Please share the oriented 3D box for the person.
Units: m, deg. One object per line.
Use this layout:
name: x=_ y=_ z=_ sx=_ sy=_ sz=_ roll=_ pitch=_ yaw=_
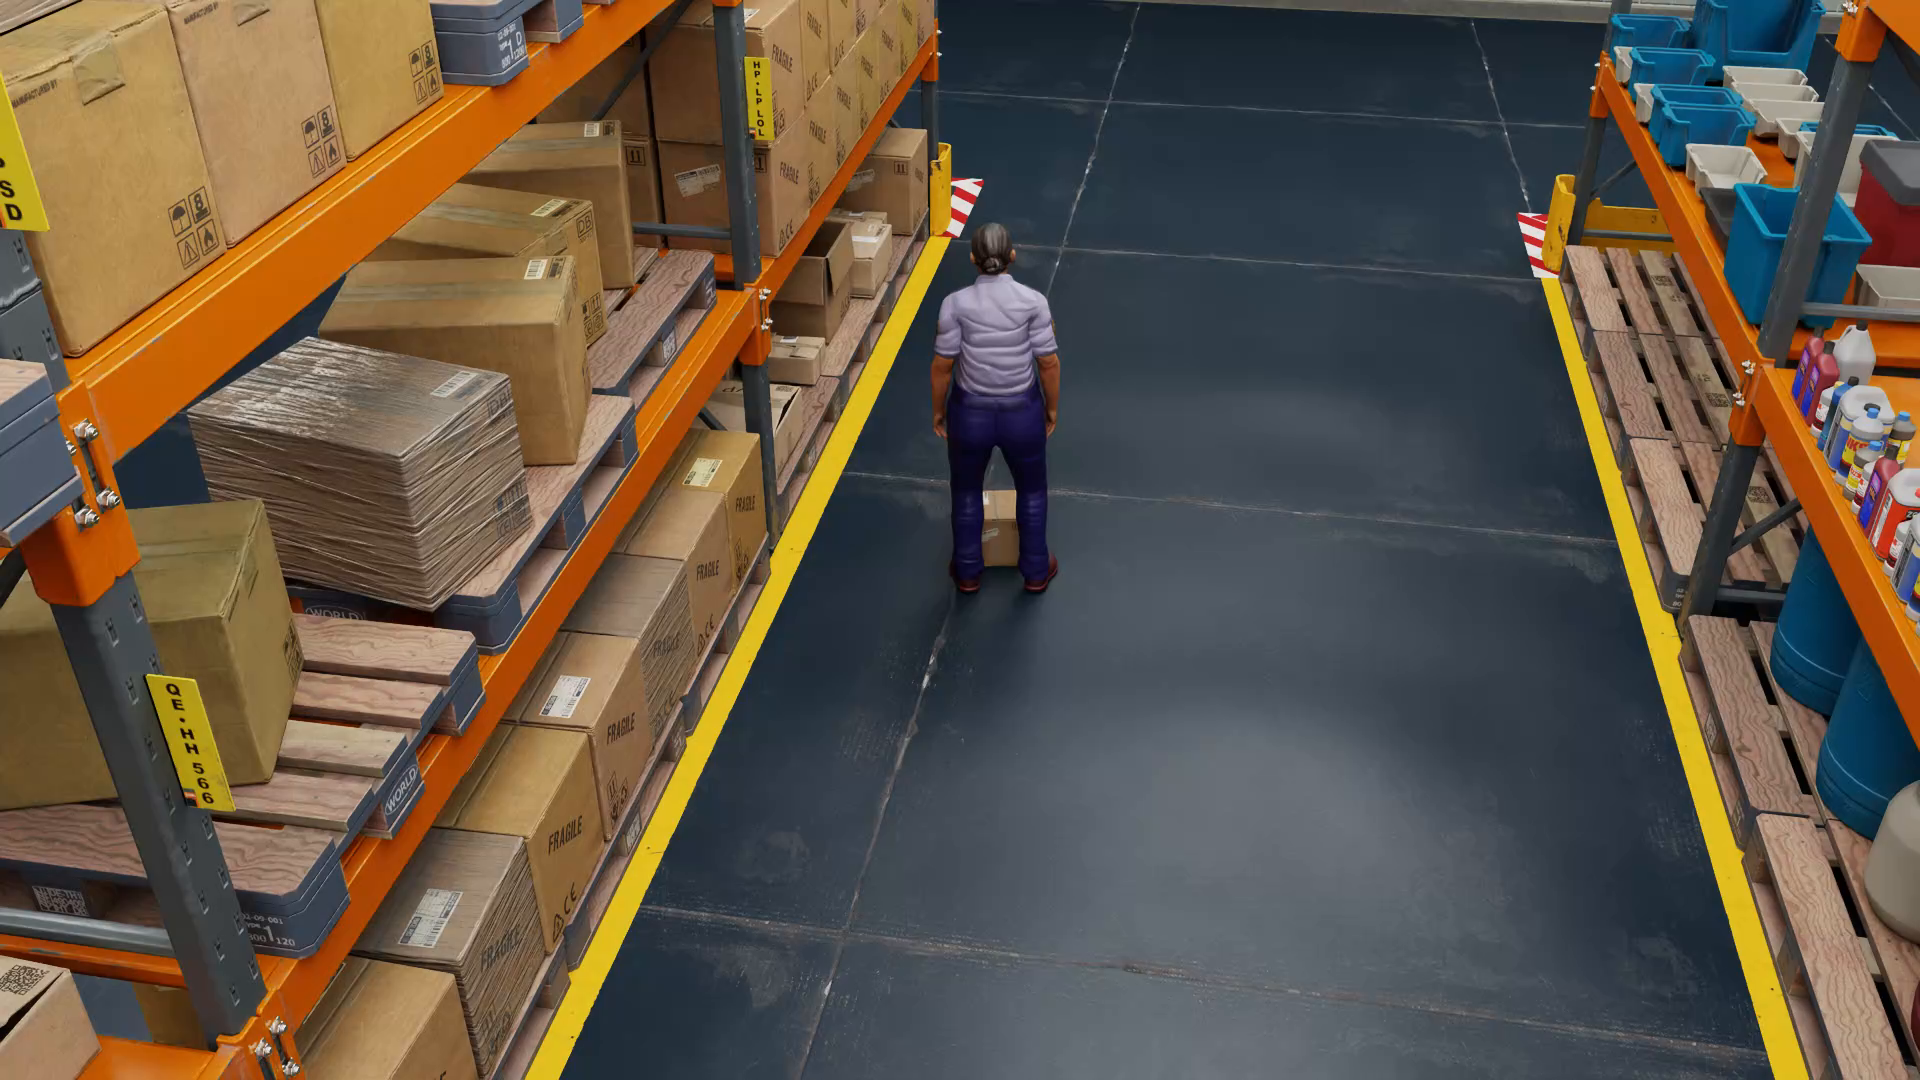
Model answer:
person: x=0.160 y=-0.515 z=6.951 sx=0.560 sy=1.652 sz=0.363 roll=0 pitch=33 yaw=0
